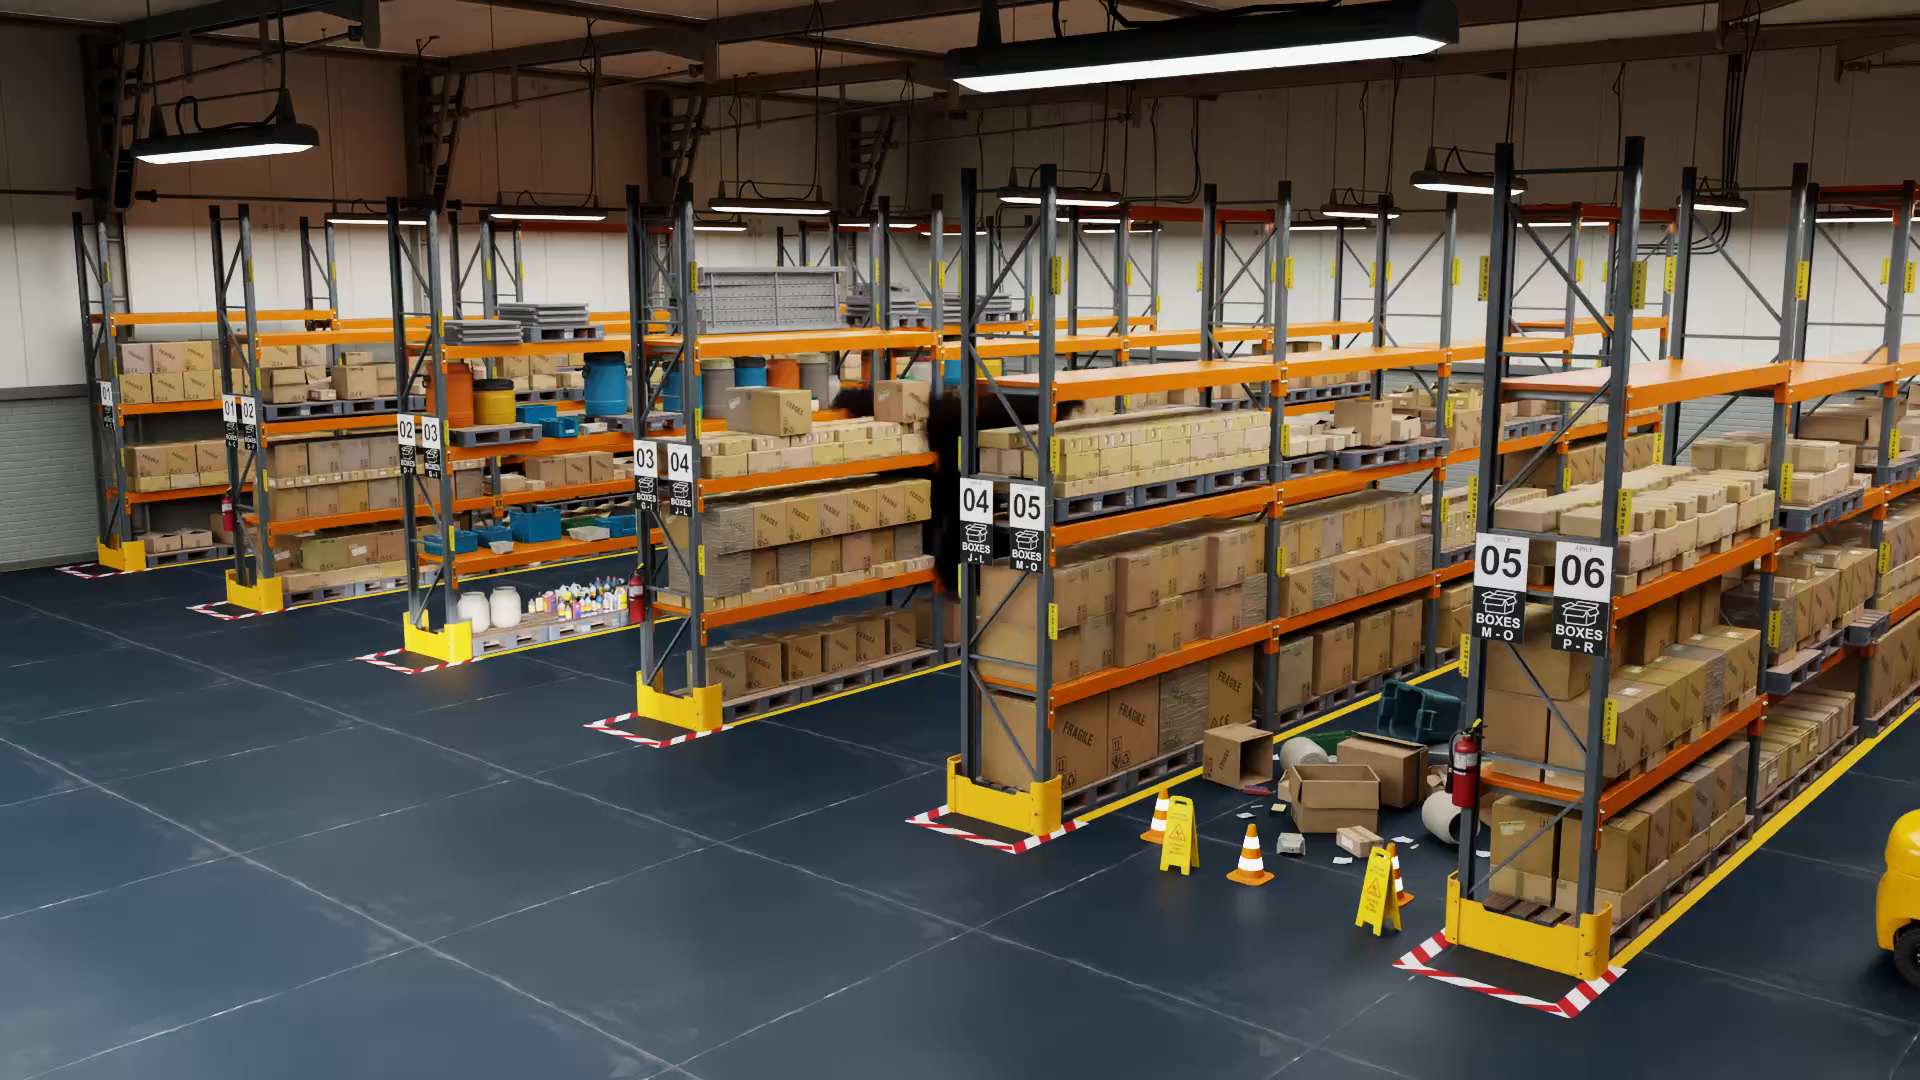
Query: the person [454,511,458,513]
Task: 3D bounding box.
[{"bbox_3d":[-9.449,-0.767,30.889,0.422,1.633,0.980,6,11,33],"label":"person"}]
